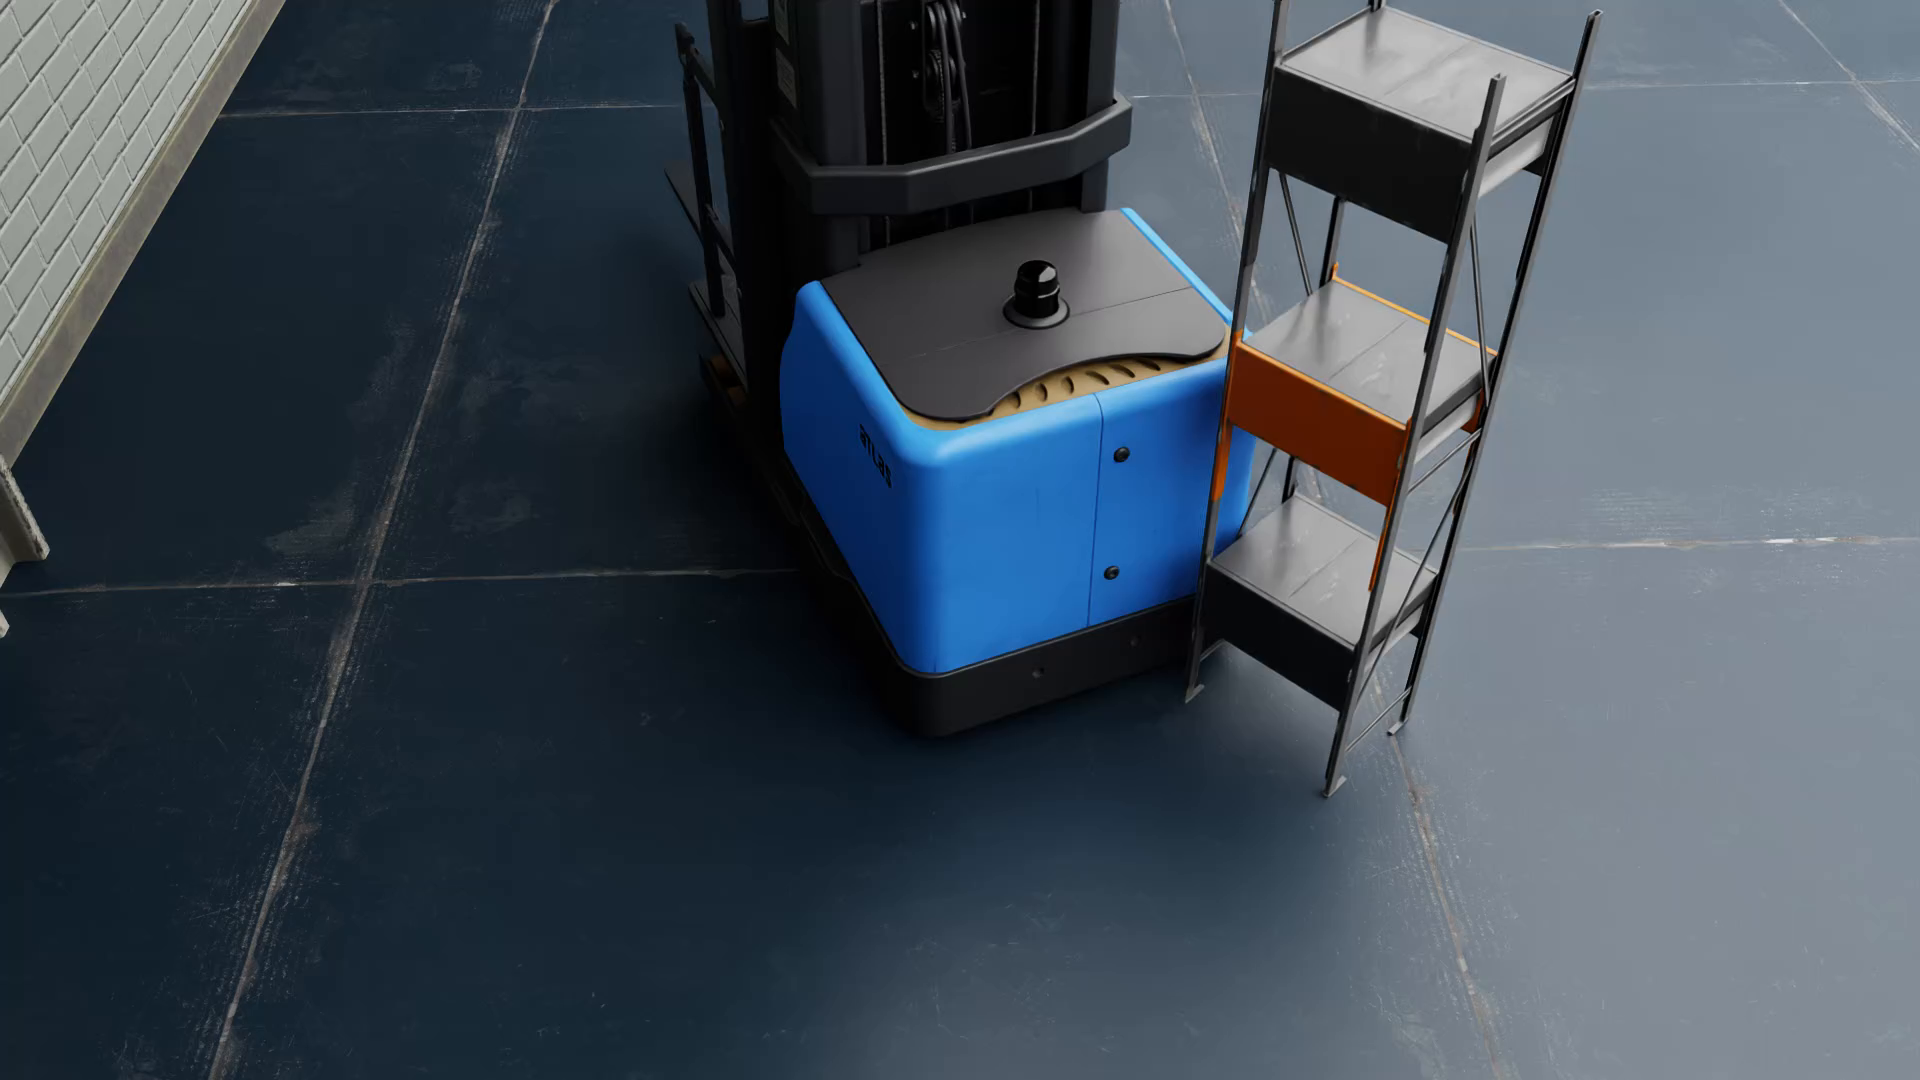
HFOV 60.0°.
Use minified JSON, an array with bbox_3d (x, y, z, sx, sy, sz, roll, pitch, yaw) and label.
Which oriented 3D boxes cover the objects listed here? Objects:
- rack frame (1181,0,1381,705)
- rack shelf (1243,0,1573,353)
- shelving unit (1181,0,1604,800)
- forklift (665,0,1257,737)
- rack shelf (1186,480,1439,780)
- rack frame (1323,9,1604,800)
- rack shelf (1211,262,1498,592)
[{"bbox_3d":[0.775,-0.404,4.136,0.015,2.100,0.400,33,52,31],"label":"rack frame"},{"bbox_3d":[0.950,-0.795,3.548,0.480,0.518,0.431,33,52,31],"label":"rack shelf"},{"bbox_3d":[0.950,-0.289,4.011,0.503,2.100,0.431,33,52,31],"label":"shelving unit"},{"bbox_3d":[-0.248,-1.544,4.766,1.130,2.935,3.031,-16,45,-17],"label":"forklift"},{"bbox_3d":[0.950,0.237,4.494,0.480,0.518,0.431,33,52,31],"label":"rack shelf"},{"bbox_3d":[1.126,-0.174,3.886,0.015,2.100,0.400,33,52,31],"label":"rack frame"},{"bbox_3d":[0.950,-0.279,4.021,0.480,0.518,0.431,33,52,31],"label":"rack shelf"}]
